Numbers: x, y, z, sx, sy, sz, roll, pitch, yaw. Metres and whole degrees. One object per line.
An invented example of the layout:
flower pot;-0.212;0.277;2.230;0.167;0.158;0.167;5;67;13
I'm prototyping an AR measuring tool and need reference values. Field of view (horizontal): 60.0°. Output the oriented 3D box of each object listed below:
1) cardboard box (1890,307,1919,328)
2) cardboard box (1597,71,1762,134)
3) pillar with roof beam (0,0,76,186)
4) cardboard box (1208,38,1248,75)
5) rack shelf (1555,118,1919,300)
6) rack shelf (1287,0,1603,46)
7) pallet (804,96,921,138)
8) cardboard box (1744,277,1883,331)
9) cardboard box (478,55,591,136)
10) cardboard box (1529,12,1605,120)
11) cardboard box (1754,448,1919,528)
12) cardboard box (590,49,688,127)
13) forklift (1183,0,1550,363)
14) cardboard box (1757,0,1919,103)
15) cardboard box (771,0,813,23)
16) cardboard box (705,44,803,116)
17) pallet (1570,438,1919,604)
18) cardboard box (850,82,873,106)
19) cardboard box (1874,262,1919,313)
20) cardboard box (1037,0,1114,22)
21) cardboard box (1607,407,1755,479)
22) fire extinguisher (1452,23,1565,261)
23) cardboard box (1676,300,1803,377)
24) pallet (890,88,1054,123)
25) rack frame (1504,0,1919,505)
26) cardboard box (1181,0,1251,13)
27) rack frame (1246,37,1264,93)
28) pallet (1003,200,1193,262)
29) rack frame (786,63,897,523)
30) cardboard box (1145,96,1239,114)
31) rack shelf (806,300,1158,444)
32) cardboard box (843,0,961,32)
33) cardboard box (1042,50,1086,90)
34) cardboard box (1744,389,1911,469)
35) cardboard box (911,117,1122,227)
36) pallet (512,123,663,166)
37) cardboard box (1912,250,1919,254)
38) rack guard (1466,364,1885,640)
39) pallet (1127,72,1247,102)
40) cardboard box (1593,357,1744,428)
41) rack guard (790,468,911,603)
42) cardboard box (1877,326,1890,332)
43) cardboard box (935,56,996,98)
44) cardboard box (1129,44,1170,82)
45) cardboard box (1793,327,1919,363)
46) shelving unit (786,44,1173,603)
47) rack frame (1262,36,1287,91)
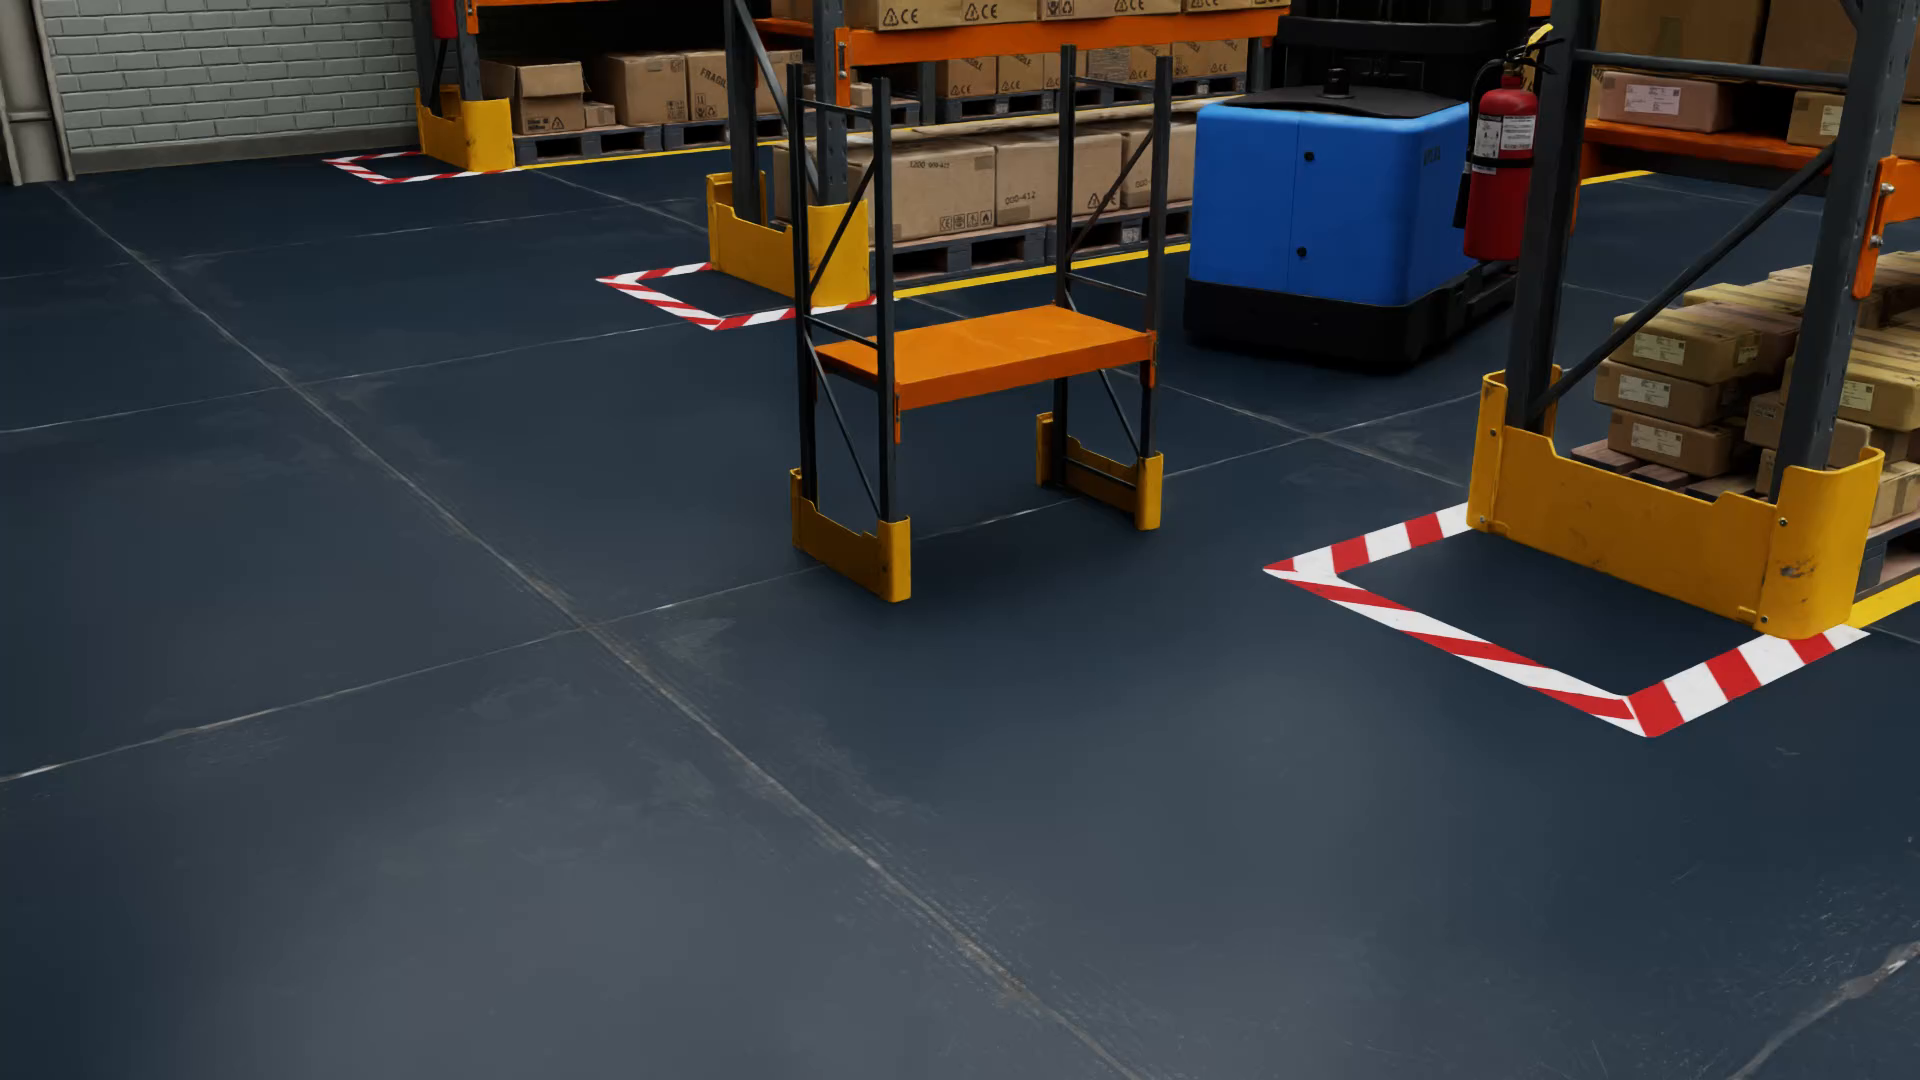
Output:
cardboard box;3.287;-0.646;5.445;0.250;0.149;0.380;-16;27;-35
cardboard box;2.177;-1.336;5.036;0.250;0.149;0.380;-15;26;-33
pillar with roof beam;-3.999;-5.435;6.876;0.400;9.000;9.100;-15;26;-33
cardboard box;2.478;-4.866;16.350;0.500;0.500;0.500;-14;26;-31
rack shelf;3.701;-1.396;5.817;4.000;0.370;1.077;-15;26;-33
rack shelf;3.975;-3.729;11.664;4.000;0.370;1.077;-15;26;-33
pallet;-1.109;-3.679;14.331;1.213;0.211;1.003;-15;26;-33
cardboard box;2.980;-0.803;5.839;0.250;0.149;0.380;-16;27;-35
cardboard box;-3.246;-3.396;12.662;0.637;0.503;0.797;-16;27;-35
cardboard box;4.262;-3.388;12.139;0.875;0.875;0.875;-15;26;-32
cardboard box;2.689;-0.185;5.092;0.250;0.149;0.380;-14;26;-32
cardboard box;-2.529;-3.568;13.097;0.500;0.500;0.700;-14;26;-31
forklift;2.260;-2.615;7.996;1.130;2.935;3.031;14;26;31
cardboard box;2.603;-1.495;4.561;0.500;0.500;0.500;-14;25;-30
cardboard box;-0.659;-2.995;8.719;0.500;0.500;0.500;-15;26;-33
cardboard box;-1.687;-3.793;13.660;0.500;0.500;0.700;-16;27;-35
pallet;2.819;-0.183;5.571;1.213;0.211;1.003;-15;26;-33
cardboard box;-0.832;-3.784;14.113;0.250;0.149;0.380;-16;27;-34
cardboard box;3.444;-0.902;6.086;0.250;0.149;0.380;-16;27;-35
cardboard box;0.479;-3.051;8.859;0.500;0.500;0.500;-15;26;-33
cardboard box;2.383;-0.344;5.492;0.250;0.149;0.380;-14;26;-32
fire extinguisher;1.603;-1.172;4.894;0.183;0.674;0.296;-15;26;-33
cardboard box;2.596;-0.672;5.510;0.250;0.149;0.380;-14;26;-32
pallet;0.087;-4.015;15.173;1.213;0.211;1.003;-15;26;-33
rack frame;2.077;-1.297;4.599;0.127;3.000;1.000;-15;26;-33
cardboard box;1.310;-3.273;9.416;0.500;0.500;0.500;-15;26;-34
rack frame;2.696;-5.988;16.356;0.127;3.000;1.000;-15;26;-33
pallet;0.697;-1.928;9.944;1.213;0.211;1.003;-15;26;-33
rack frame;-0.343;-0.605;4.889;0.032;1.500;0.500;-15;26;-33
cardboard box;1.779;-2.531;10.583;0.875;0.438;0.875;-15;26;-34
rack shelf;0.069;-0.548;5.231;1.000;0.185;0.538;-15;26;-33
cardboard box;-0.339;-2.828;8.302;0.500;0.500;0.500;-15;26;-33
cardboard box;0.807;-4.418;15.228;0.500;0.500;0.500;-16;27;-34
cardboard box;2.652;-0.342;5.085;0.250;0.149;0.380;-14;26;-31
cardboard box;0.319;-2.143;9.609;0.875;0.438;0.875;-14;26;-31
pallet;-3.089;-3.151;13.008;1.213;0.211;1.003;-15;26;-33
cardboard box;3.863;-1.009;6.354;0.250;0.149;0.380;-16;27;-35
rack guard;2.139;-0.152;5.103;0.348;0.500;1.175;-15;26;-33
pallet;2.068;-4.543;16.496;1.213;0.211;1.003;-15;26;-33
cardboard box;2.339;-0.506;5.496;0.250;0.149;0.380;-16;27;-34
rack guard;-0.342;-0.025;5.121;0.087;0.250;0.587;-15;26;-33
cardboard box;3.172;-0.735;6.070;0.250;0.149;0.380;-14;26;-32
cardboard box;-0.027;-4.194;14.664;0.500;0.500;0.500;-14;25;-31
cardboard box;1.643;-4.647;15.800;0.500;0.500;0.500;-14;25;-31
cardboard box;2.854;-0.551;5.208;0.250;0.149;0.380;-14;26;-32
shelving unit;0.062;-0.713;5.160;1.083;1.500;0.587;-15;26;-33
rack frame;2.351;-3.630;10.446;0.127;3.000;1.000;-15;26;-33
